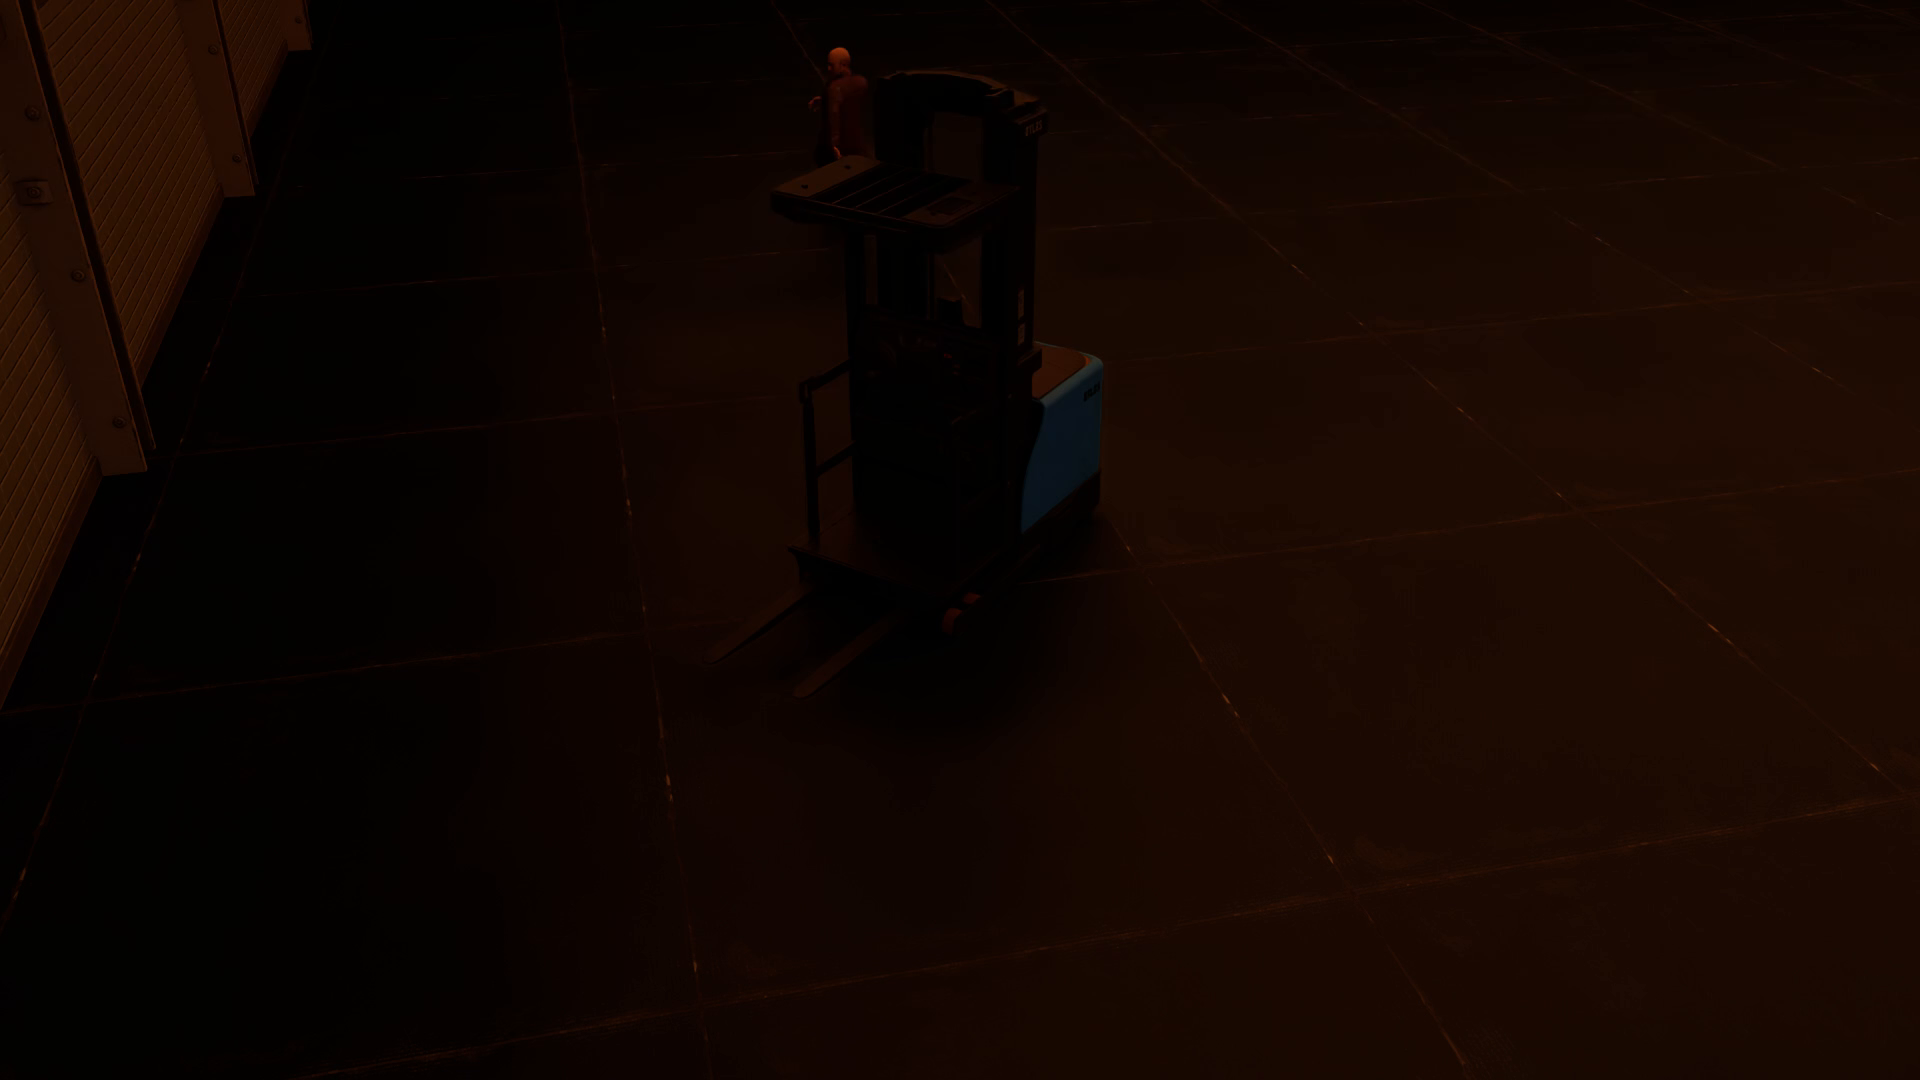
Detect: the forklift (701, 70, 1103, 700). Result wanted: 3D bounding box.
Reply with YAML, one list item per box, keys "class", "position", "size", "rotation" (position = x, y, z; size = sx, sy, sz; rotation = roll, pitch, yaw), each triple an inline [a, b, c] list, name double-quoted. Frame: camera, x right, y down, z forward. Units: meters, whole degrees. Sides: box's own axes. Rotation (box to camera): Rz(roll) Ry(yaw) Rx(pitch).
- class: "forklift"
  position: [-0.304, -0.979, 9.266]
  size: [1.130, 2.935, 3.031]
  rotation: [17, 34, 27]

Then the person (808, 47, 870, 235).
- class: "person"
  position: [-1.081, -3.622, 15.109]
  size: [0.609, 1.700, 1.005]
  rotation: [-14, 33, -23]
